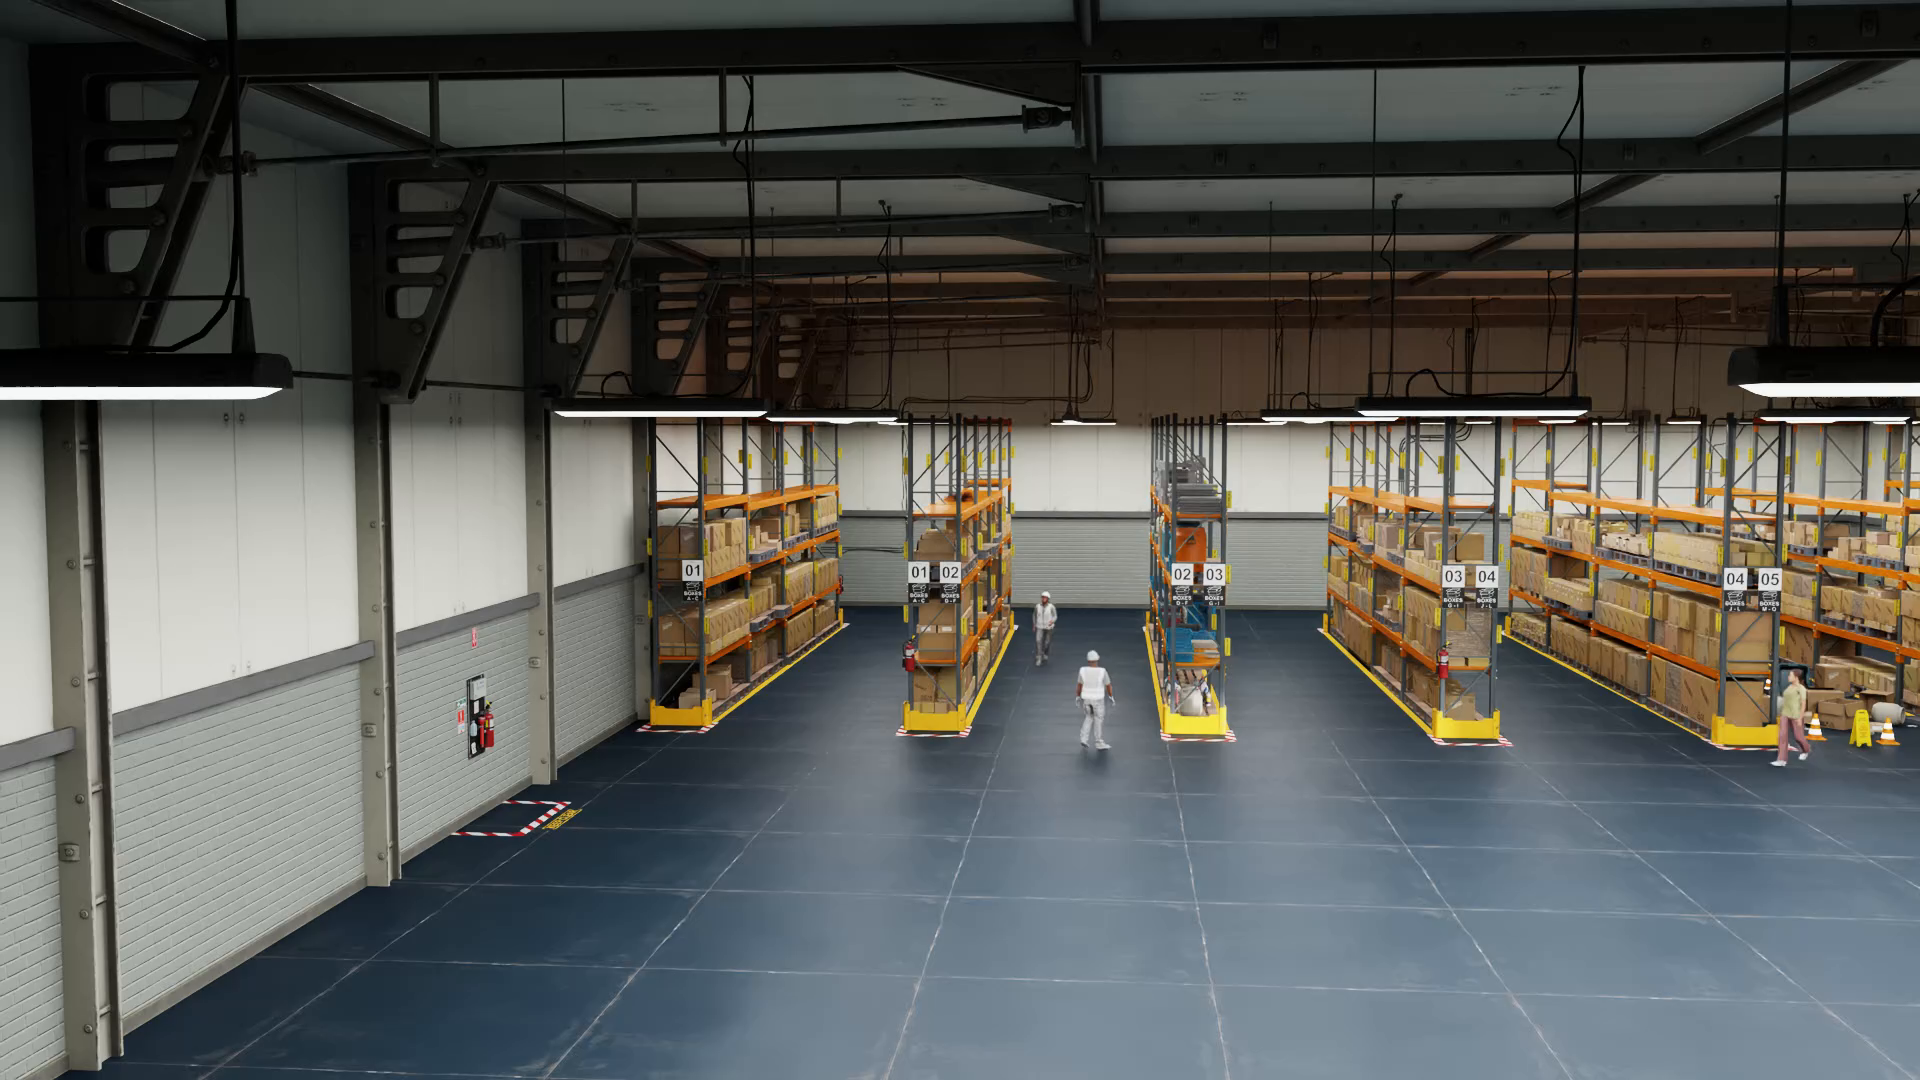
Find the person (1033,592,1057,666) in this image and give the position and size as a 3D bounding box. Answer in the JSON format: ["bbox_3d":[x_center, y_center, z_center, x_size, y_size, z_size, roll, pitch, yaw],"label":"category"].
[{"bbox_3d":[2.066,2.141,40.558,0.605,1.753,0.982,0,4,6],"label":"person"}]

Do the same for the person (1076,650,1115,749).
[{"bbox_3d":[2.392,2.843,29.599,0.624,1.794,0.582,3,5,40],"label":"person"}]

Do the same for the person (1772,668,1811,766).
[{"bbox_3d":[14.167,3.000,28.225,0.912,1.645,0.440,-3,5,-42],"label":"person"}]
